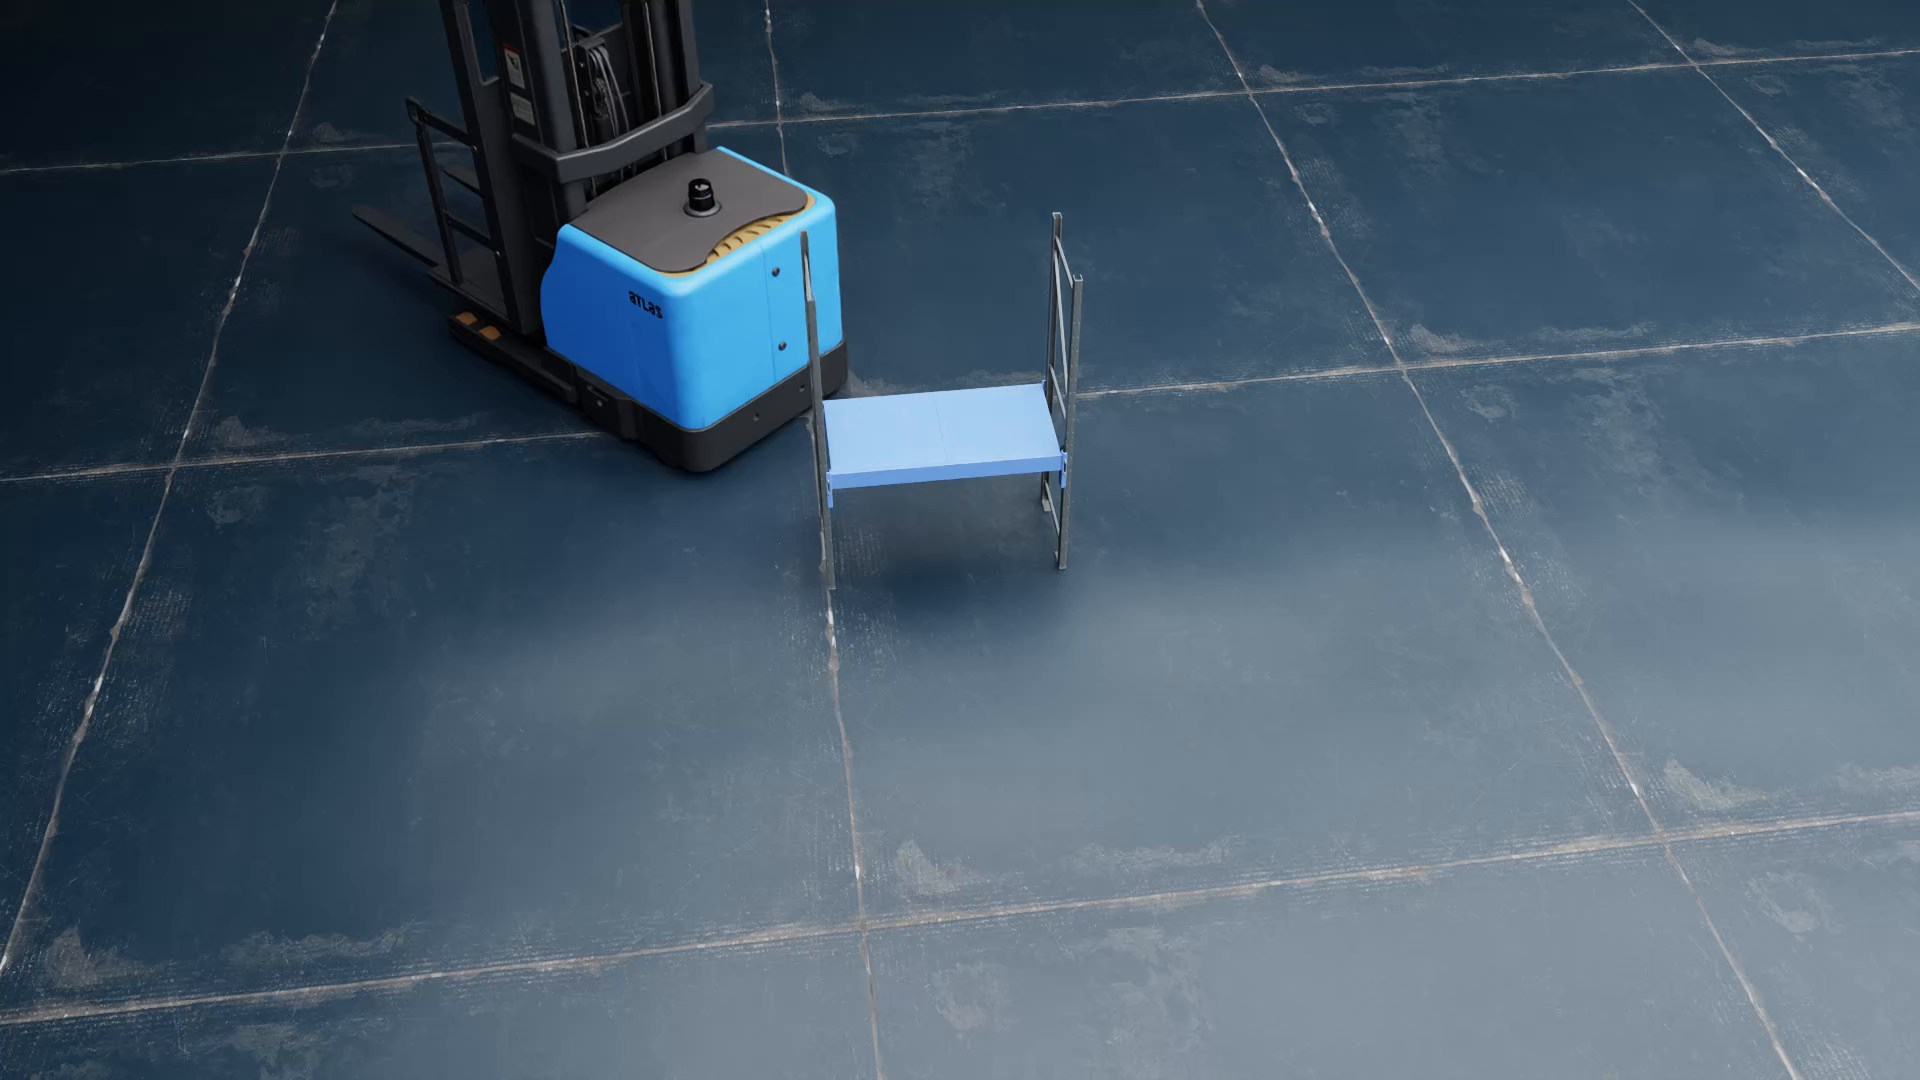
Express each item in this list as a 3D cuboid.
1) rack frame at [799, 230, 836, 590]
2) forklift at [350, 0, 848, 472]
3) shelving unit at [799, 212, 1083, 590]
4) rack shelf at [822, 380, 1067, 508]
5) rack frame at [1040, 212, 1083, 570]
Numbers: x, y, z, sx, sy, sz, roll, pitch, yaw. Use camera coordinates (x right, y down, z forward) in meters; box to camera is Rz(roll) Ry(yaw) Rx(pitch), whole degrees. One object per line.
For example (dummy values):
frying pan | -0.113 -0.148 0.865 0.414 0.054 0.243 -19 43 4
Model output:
rack frame | -0.589 -0.505 6.906 0.032 1.500 0.500 -5 42 -6
forklift | -2.000 -2.250 7.771 3.031 2.935 1.130 30 50 29
shelving unit | -0.085 -0.550 6.955 1.048 1.500 0.538 -5 42 -6
rack shelf | -0.085 -0.416 7.075 1.000 0.185 0.538 -5 42 -6
rack frame | 0.419 -0.594 7.004 0.032 1.500 0.500 -5 42 -6
